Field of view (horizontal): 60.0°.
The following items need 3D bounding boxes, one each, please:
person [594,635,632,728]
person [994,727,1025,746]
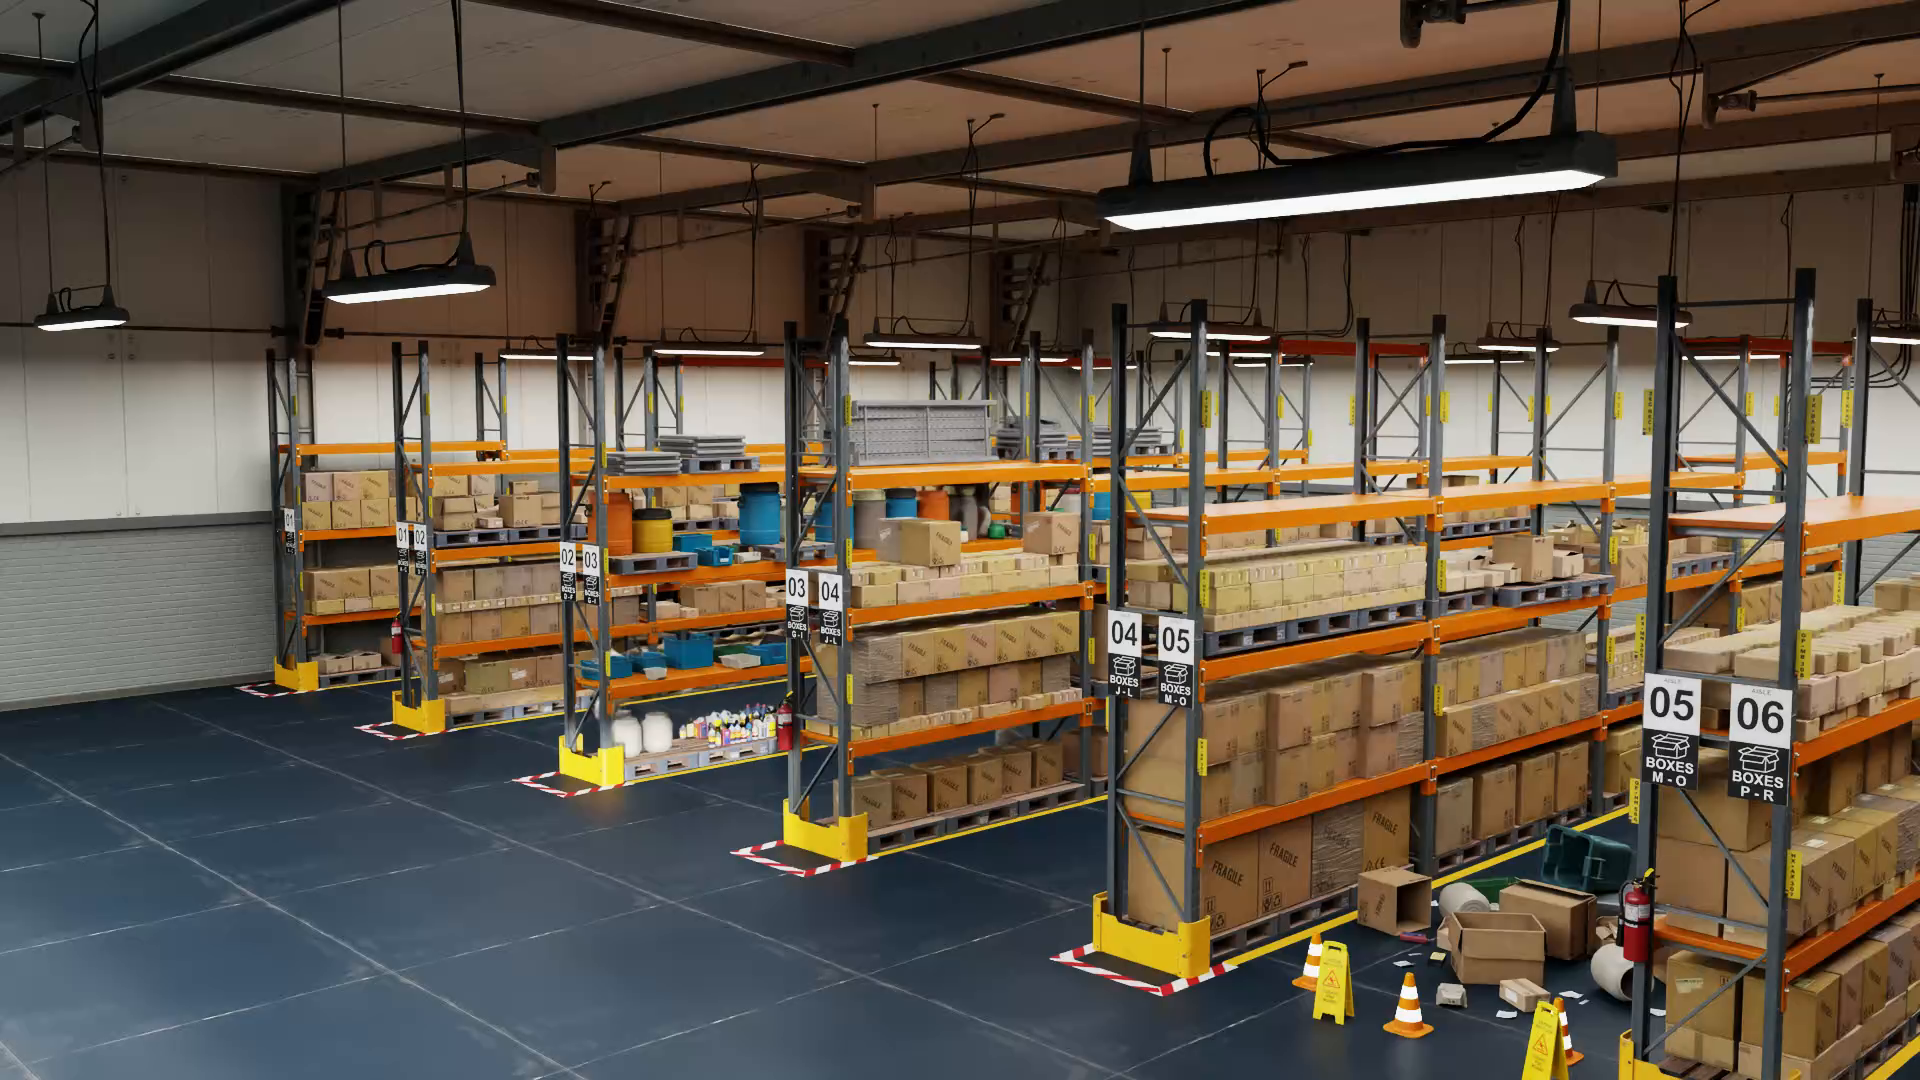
[{"bbox_3d":[-5.126,2.209,24.445,0.707,1.740,0.701,-5,7,-44],"label":"person"},{"bbox_3d":[0.629,2.301,23.336,0.921,1.651,0.607,-5,7,-43],"label":"person"}]
